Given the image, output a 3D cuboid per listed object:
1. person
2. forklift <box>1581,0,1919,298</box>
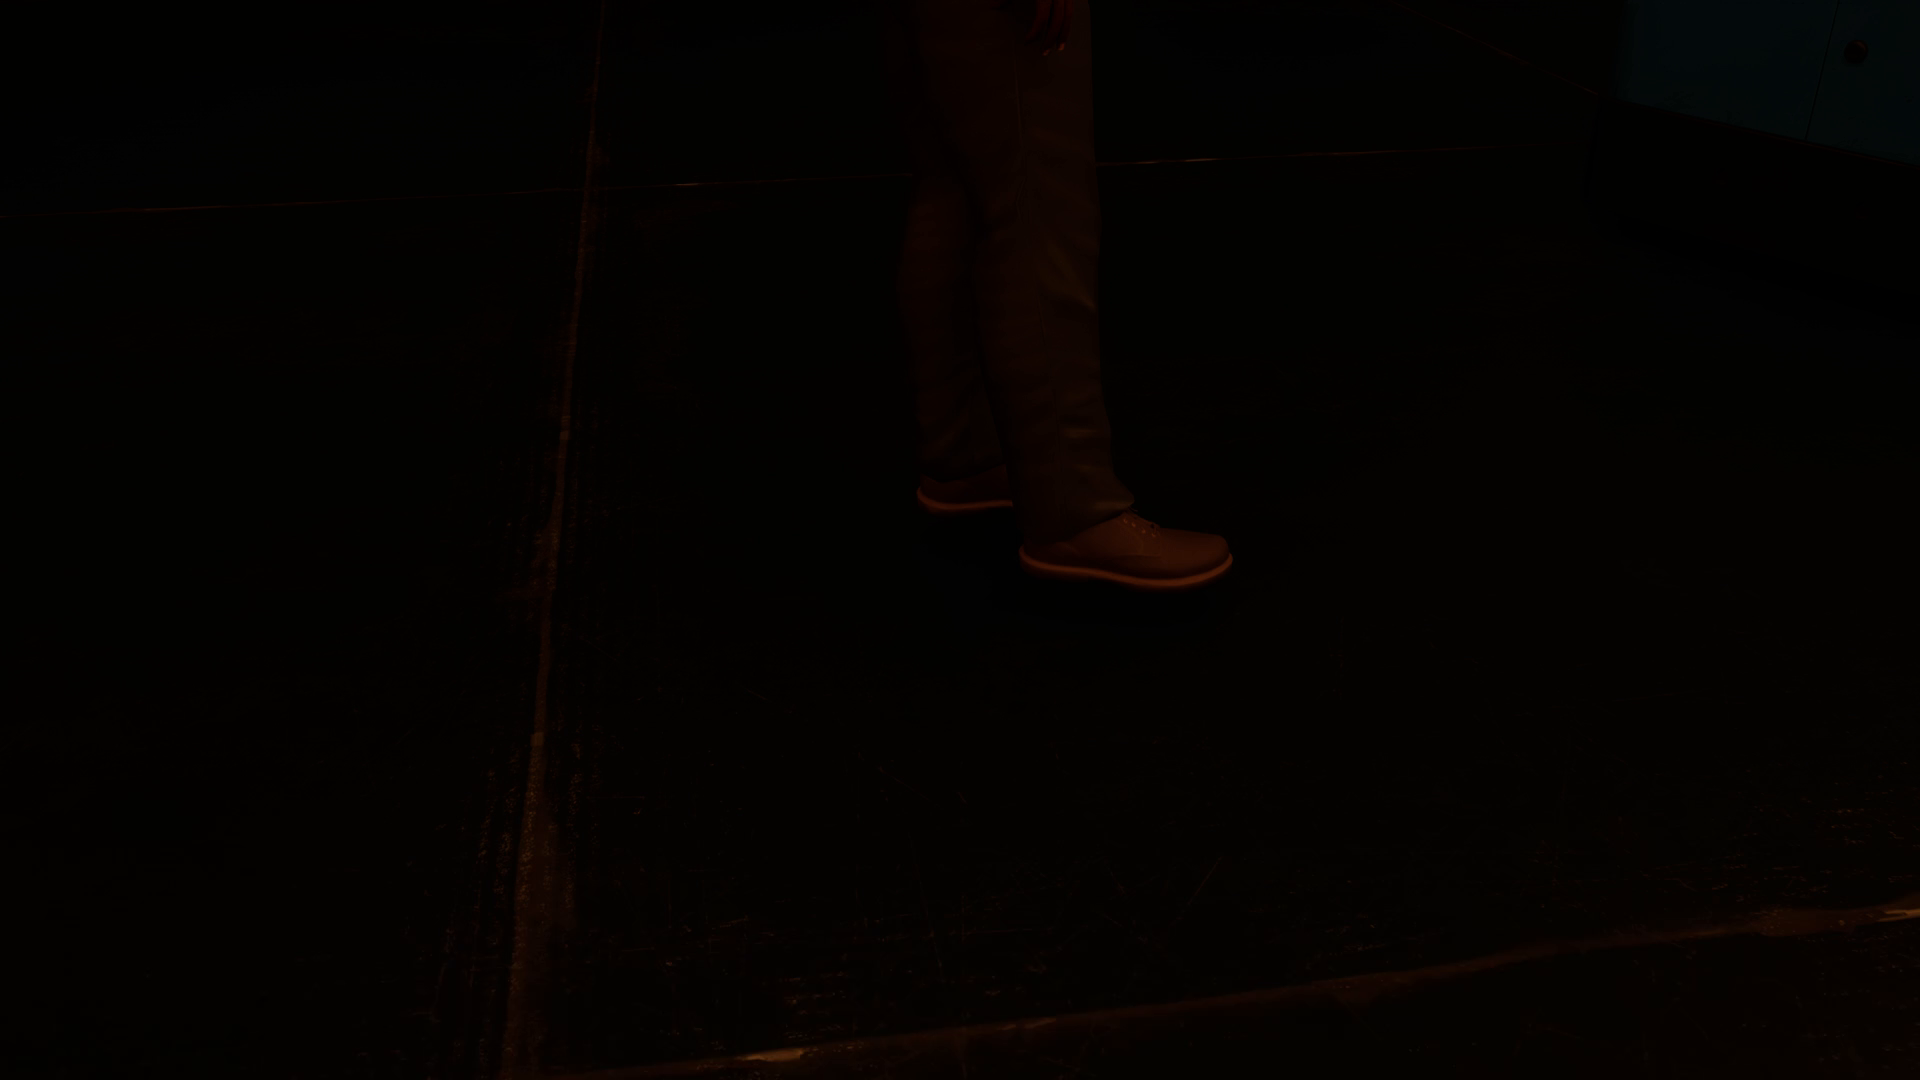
[{"bbox_3d":[0.090,-0.771,2.087,0.503,1.655,0.570,-5,28,-9],"label":"person"},{"bbox_3d":[2.921,-2.230,3.575,3.031,2.935,1.130,-19,33,-31],"label":"forklift"}]
